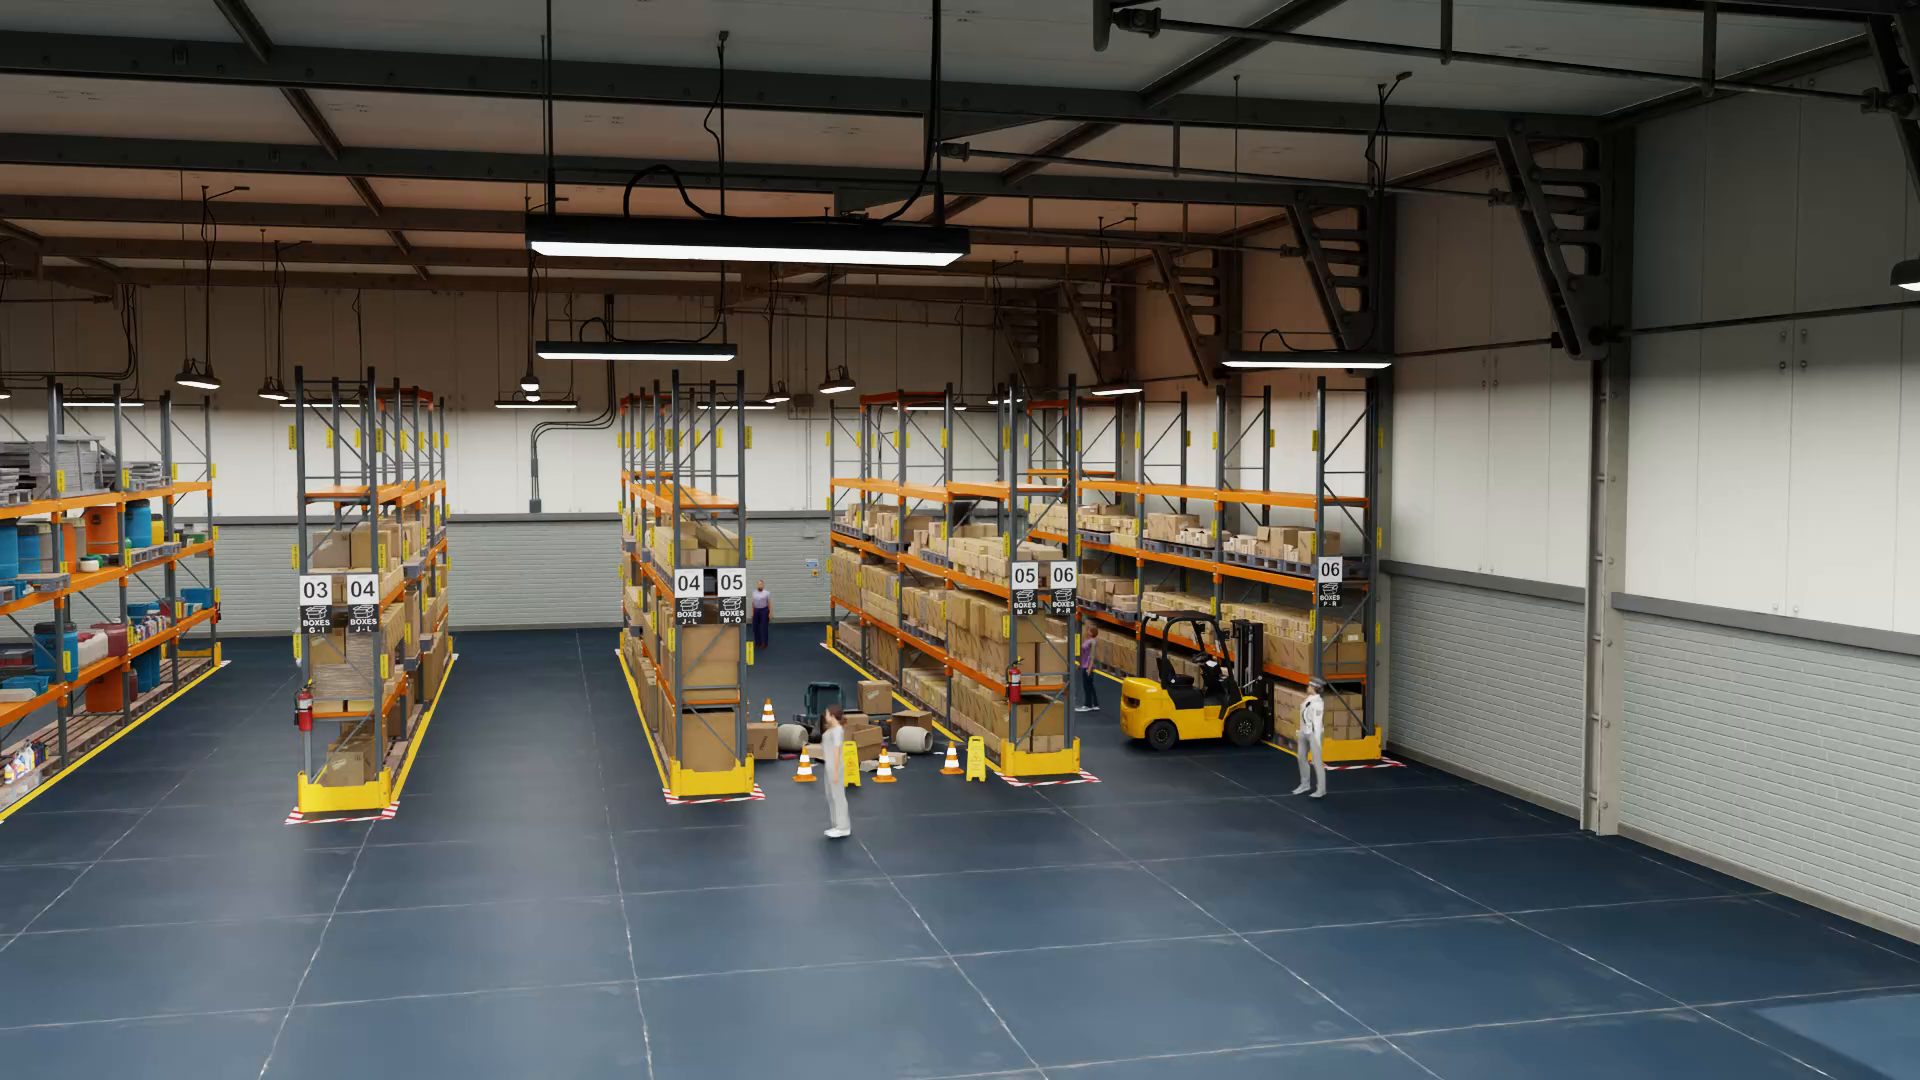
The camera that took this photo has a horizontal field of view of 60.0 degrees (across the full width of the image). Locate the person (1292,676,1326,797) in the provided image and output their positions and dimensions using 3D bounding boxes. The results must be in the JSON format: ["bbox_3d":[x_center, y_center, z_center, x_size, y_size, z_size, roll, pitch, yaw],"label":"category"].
[{"bbox_3d":[4.920,2.766,23.443,0.398,1.725,0.632,-1,4,-15],"label":"person"}]

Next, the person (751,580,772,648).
[{"bbox_3d":[-4.820,1.811,40.184,0.571,1.669,0.370,2,4,27],"label":"person"}]

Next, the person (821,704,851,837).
[{"bbox_3d":[-1.586,2.921,21.031,0.372,1.710,0.560,-1,4,-16],"label":"person"}]

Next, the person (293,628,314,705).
[{"bbox_3d":[-12.300,2.241,31.331,0.487,1.749,0.994,-1,4,-13],"label":"person"}]

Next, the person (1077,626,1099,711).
[{"bbox_3d":[2.365,2.388,30.835,0.417,1.563,0.474,0,3,7],"label":"person"}]
